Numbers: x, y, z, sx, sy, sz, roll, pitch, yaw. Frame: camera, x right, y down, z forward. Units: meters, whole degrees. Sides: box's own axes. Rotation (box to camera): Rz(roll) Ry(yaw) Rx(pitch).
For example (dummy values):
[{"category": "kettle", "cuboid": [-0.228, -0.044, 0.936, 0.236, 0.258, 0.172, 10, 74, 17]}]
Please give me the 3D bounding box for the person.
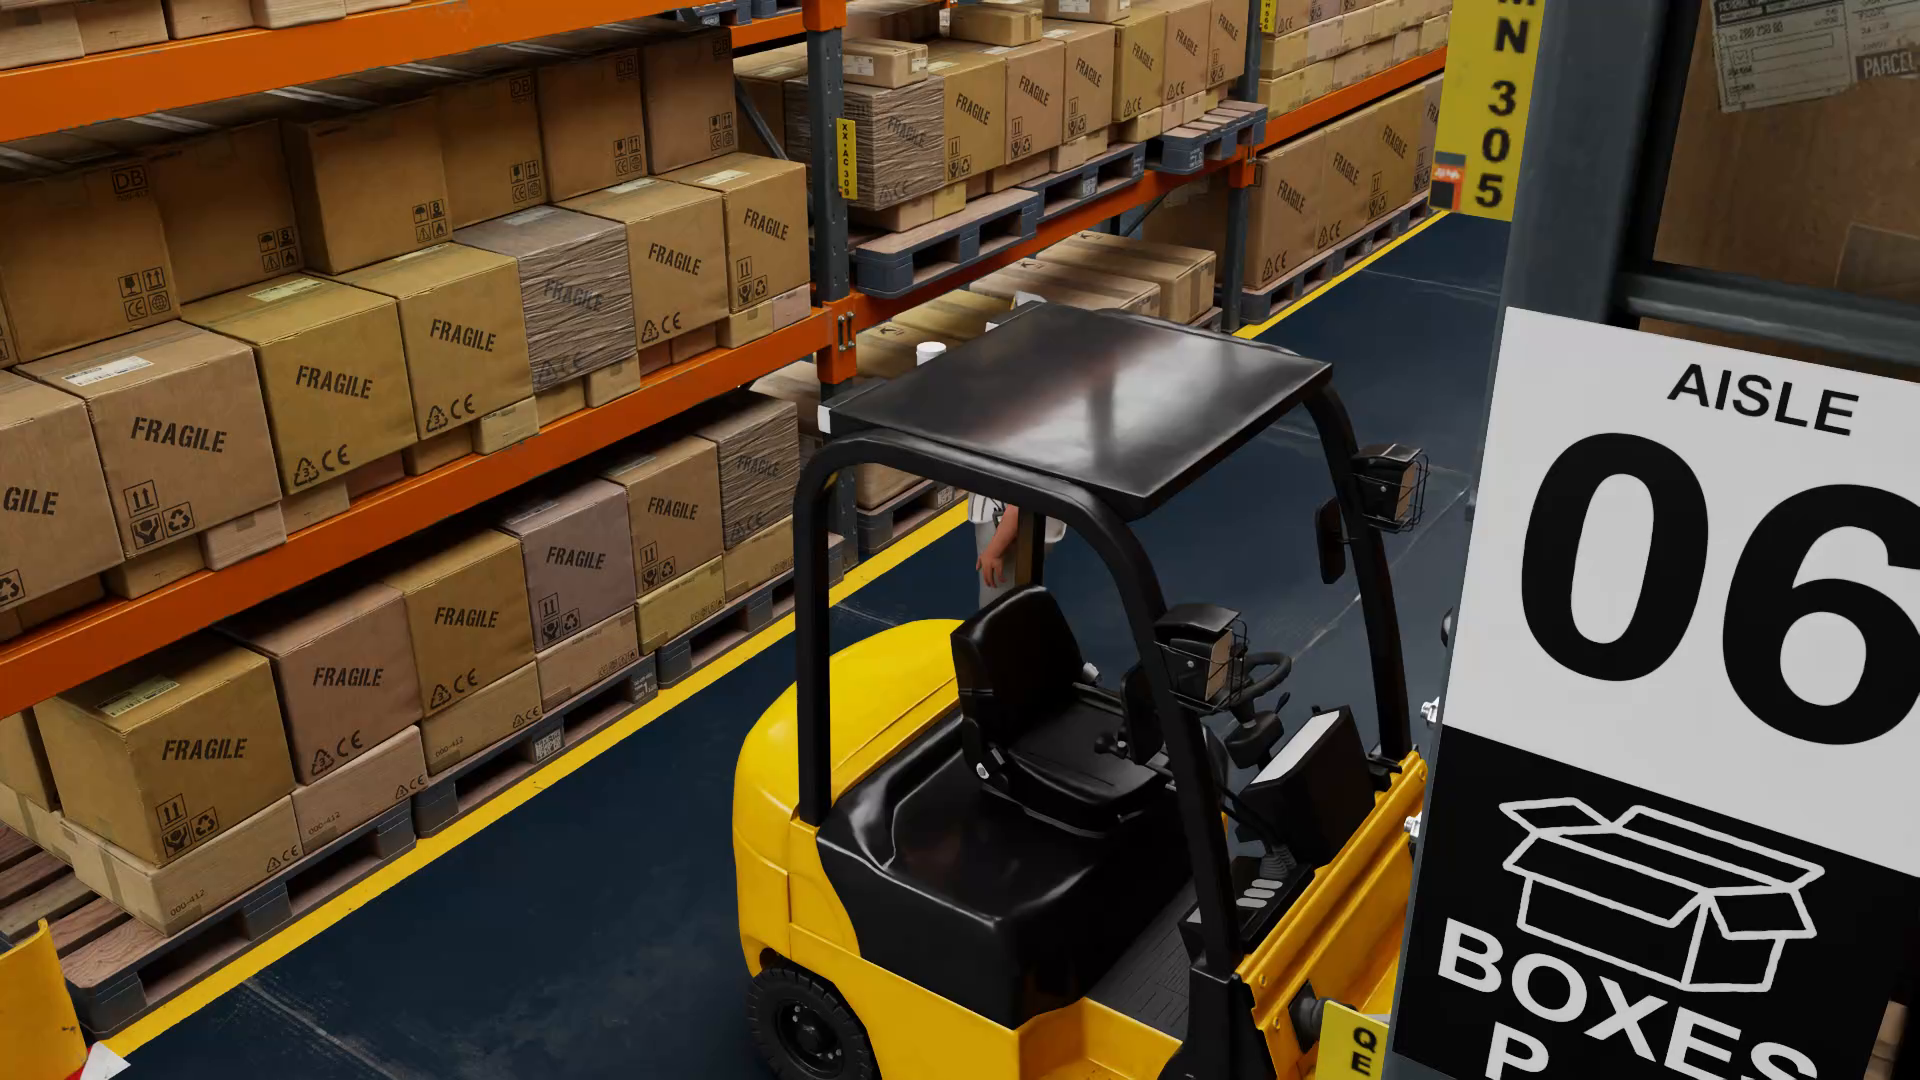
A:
[{"category": "person", "cuboid": [0.135, -0.094, 6.240, 0.573, 1.780, 0.641, 5, 27, 9]}]
